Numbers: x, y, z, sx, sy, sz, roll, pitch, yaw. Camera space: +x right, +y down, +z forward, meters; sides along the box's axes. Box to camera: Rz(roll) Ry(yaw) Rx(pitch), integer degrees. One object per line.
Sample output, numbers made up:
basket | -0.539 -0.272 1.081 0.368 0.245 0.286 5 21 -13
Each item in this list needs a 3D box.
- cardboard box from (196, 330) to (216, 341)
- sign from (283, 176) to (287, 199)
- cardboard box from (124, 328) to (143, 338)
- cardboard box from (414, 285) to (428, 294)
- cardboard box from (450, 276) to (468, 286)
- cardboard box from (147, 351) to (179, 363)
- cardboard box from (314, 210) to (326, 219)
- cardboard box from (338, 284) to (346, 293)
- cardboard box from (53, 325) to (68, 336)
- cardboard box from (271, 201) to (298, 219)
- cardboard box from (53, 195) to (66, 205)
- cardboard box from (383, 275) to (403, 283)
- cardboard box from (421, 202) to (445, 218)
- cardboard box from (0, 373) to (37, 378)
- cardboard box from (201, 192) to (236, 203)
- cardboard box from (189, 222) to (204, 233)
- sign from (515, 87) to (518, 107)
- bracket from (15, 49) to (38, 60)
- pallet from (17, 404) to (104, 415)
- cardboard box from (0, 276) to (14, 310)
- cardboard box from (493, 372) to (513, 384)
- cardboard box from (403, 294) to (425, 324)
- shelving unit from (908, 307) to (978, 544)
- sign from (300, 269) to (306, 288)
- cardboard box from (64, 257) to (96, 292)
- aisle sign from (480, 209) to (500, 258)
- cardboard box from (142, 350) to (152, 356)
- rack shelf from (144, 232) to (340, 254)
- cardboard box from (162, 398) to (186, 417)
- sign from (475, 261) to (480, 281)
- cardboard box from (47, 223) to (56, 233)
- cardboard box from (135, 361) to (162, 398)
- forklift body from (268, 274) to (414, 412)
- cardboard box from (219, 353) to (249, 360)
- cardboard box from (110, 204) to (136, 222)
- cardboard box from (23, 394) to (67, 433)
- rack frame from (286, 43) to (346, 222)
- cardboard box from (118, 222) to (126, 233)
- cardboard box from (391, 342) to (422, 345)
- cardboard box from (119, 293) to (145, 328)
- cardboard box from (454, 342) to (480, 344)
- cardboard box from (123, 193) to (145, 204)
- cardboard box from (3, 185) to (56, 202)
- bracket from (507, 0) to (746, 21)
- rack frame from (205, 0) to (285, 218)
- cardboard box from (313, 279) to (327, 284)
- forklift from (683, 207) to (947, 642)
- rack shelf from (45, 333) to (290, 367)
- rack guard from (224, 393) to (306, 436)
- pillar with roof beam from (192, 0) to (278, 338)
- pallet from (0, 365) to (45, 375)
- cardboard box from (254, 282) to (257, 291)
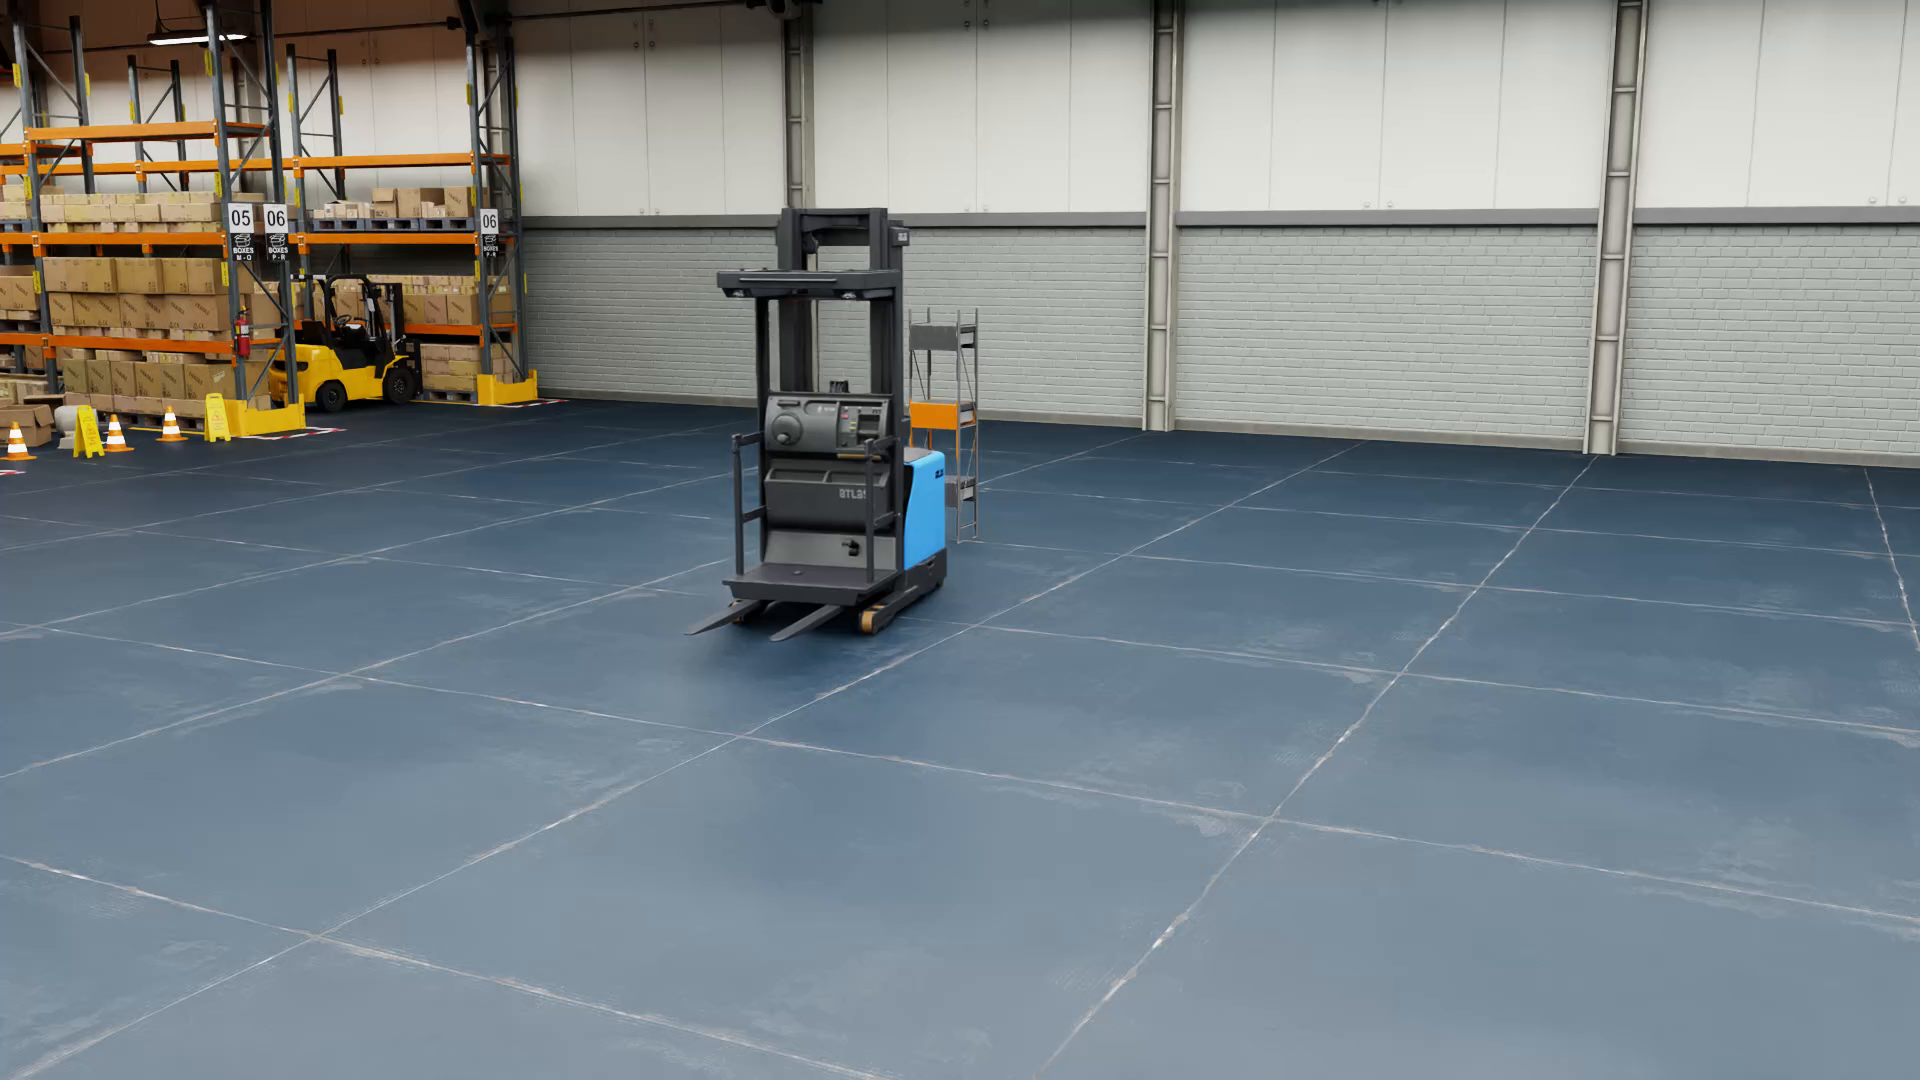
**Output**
cardboard box | -10.566 -2.898 23.526 0.250 0.149 0.380 5 11 25
sign | -9.619 -5.017 23.651 0.005 0.325 0.100 5 11 26
cardboard box | -11.925 -3.022 24.210 0.250 0.149 0.380 5 11 26
cardboard box | -9.027 -4.249 28.180 0.250 0.149 0.380 5 11 24
cardboard box | -8.316 -4.341 27.855 0.250 0.149 0.380 5 11 26
cardboard box | -11.512 -2.647 24.047 0.250 0.149 0.380 6 12 28
cardboard box | -10.986 -5.657 28.886 0.250 0.149 0.380 5 12 27
cardboard box | -10.605 -4.397 29.002 0.250 0.149 0.380 5 11 26
cardboard box | -13.306 -3.140 24.860 0.250 0.149 0.380 5 11 26
cardboard box | -12.010 -5.838 29.435 0.500 0.311 0.500 5 11 24
cardboard box | -13.062 -4.991 24.430 0.250 0.149 0.380 5 12 28
cardboard box | -9.677 -4.469 28.563 0.250 0.149 0.380 5 11 26
cardboard box | -8.771 -5.520 27.800 0.258 0.266 0.396 5 11 26
cardboard box | -15.189 -2.404 26.292 0.625 0.372 0.950 5 12 28
cardboard box | -10.293 -4.748 23.088 0.250 0.149 0.380 5 11 26
cardboard box | -10.541 -4.374 23.260 0.250 0.149 0.380 5 11 26
sign | -7.415 -7.395 27.754 0.005 0.325 0.100 5 11 26
bracket | -18.438 -9.595 32.873 0.430 0.232 0.235 5 11 26
pallet | -14.145 -2.028 25.844 1.213 0.211 1.003 5 11 26
cardboard box | -14.408 -3.780 25.399 0.500 0.500 0.500 5 11 26
cardboard box | -8.020 -2.741 28.492 0.500 0.250 0.500 5 11 26
cardboard box | -9.145 -3.946 28.329 0.500 0.500 0.500 5 11 25
shelving unit | -0.148 -1.046 15.115 0.503 2.100 0.431 5 11 26
sign | -11.485 -4.576 29.061 0.005 0.325 0.100 5 11 26
cardboard box | -12.700 -3.914 24.509 0.500 0.500 0.700 5 11 26
aisle sign | -7.737 -5.044 27.379 0.004 0.787 0.394 5 11 26
cardboard box | -15.315 -3.423 31.561 0.500 0.500 0.500 5 12 27
rack shelf | -13.047 -5.412 30.308 4.000 0.370 1.077 5 11 26
cardboard box | -11.164 -1.941 24.071 0.500 0.250 0.500 5 11 26
sign | -7.919 -4.418 27.302 0.005 0.325 0.100 5 11 26
cardboard box | -13.274 -4.627 24.658 0.250 0.149 0.380 5 11 25
cardboard box | -11.612 -2.350 24.226 0.500 0.500 0.500 5 11 24
forklift body | -10.174 -3.258 27.190 1.214 2.155 2.313 5 11 26
cardboard box | -13.094 -3.331 30.702 0.625 0.625 0.875 5 11 23
cardboard box | -11.809 -4.689 23.881 0.500 0.250 0.500 5 11 26
cardboard box | -13.088 -1.809 23.813 0.500 0.500 0.500 -4 11 -23
rack frame | -11.254 -7.084 29.106 0.127 3.000 1.000 5 11 26
cardboard box | -11.891 -4.506 23.988 0.250 0.149 0.380 5 11 26
cardboard box | -9.586 -3.268 28.598 0.500 0.250 0.500 5 11 25
cardboard box | -11.808 -3.342 24.155 0.500 0.500 0.500 5 11 26
cardboard box | -8.463 -3.270 28.608 0.500 0.250 0.500 5 11 26
cardboard box | -11.683 -4.864 23.726 0.250 0.149 0.380 5 12 27
cardboard box | -14.023 -5.219 25.063 0.500 0.250 0.500 5 12 27
bracket | -5.351 -8.445 26.519 4.783 0.066 0.076 5 11 26
rack frame | -9.859 -5.976 22.982 0.127 3.000 1.000 5 11 26
cardboard box | -11.099 -4.575 29.146 0.250 0.149 0.380 5 12 27
forklift | -1.020 -0.864 11.772 1.130 2.935 3.031 3 11 17
rack shelf | -11.653 -2.828 24.452 4.000 0.370 1.077 5 11 26
rack guard | -9.928 -1.800 23.772 0.348 0.500 1.175 5 11 26
pillar with roof beam | -15.178 -6.753 27.276 0.548 9.000 9.100 5 11 26
pallet | -19.043 -3.445 33.671 1.213 0.211 1.003 5 11 26
cardboard box | -12.595 -4.568 29.942 0.250 0.149 0.380 5 11 24
